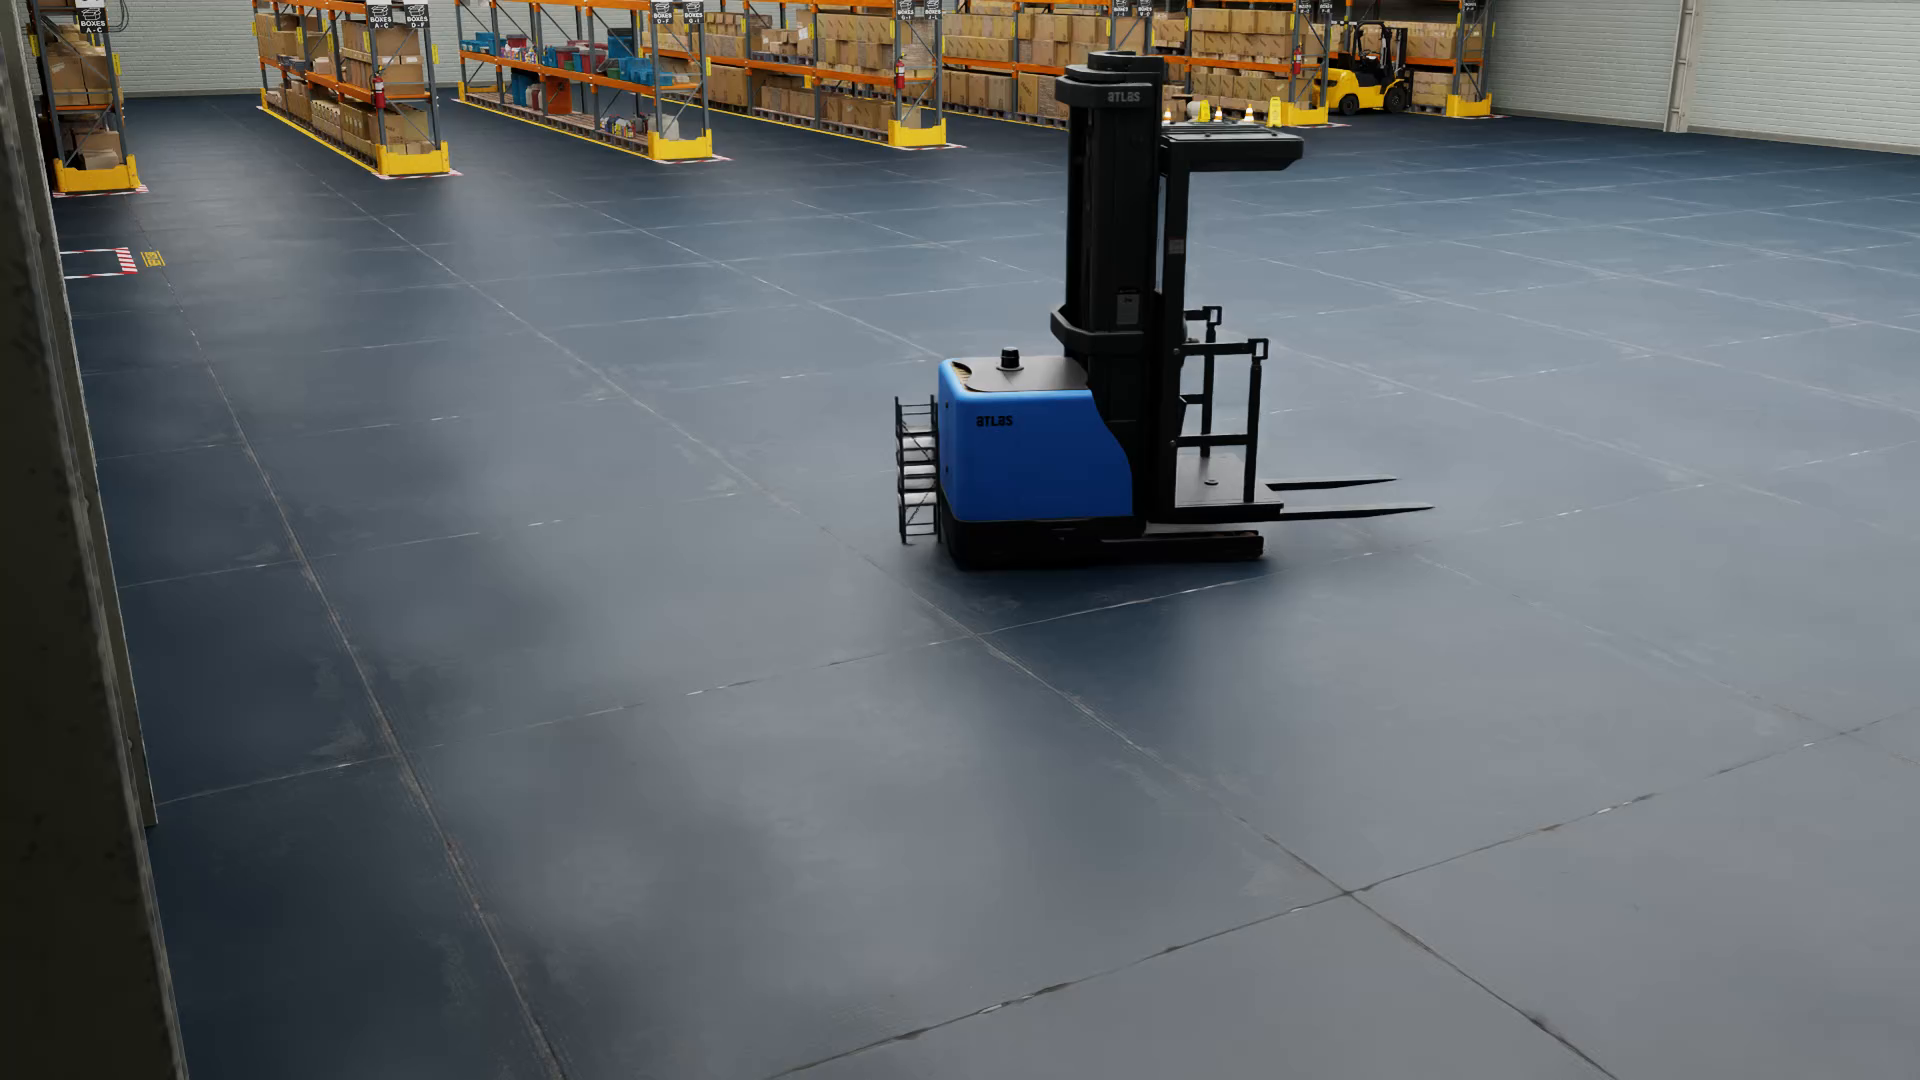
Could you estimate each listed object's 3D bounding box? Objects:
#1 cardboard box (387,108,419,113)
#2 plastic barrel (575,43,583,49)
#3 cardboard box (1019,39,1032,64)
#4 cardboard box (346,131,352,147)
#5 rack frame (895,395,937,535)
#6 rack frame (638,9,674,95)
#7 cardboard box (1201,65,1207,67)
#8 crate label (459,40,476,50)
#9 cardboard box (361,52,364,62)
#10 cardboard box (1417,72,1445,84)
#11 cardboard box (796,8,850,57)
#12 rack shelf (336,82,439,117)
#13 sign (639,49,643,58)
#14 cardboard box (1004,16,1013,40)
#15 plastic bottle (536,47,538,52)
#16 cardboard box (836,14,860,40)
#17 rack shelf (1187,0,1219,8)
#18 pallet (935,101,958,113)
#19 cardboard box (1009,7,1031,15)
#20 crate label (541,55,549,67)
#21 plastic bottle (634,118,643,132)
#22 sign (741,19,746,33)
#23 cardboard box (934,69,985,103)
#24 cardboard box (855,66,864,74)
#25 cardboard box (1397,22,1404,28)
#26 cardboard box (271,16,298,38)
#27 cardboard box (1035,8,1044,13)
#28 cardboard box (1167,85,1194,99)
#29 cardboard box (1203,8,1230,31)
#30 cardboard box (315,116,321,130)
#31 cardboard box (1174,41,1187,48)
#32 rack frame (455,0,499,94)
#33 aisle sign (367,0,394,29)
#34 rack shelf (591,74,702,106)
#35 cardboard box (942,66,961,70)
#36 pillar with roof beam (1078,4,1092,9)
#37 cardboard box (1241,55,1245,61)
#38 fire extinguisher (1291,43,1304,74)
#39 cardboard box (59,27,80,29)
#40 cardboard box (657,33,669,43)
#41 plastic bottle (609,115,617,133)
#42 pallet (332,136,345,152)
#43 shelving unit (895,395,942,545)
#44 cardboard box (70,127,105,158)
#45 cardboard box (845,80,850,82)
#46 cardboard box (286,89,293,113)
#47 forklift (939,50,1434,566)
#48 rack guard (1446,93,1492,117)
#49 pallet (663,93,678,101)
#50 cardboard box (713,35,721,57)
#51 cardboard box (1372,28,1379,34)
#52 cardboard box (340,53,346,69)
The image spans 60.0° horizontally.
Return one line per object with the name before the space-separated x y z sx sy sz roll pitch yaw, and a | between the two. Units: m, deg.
cardboard box | -10.093 -7.575 30.222 0.500 0.500 0.500 -10 21 -27
plastic barrel | -8.307 -10.702 36.690 0.421 0.512 0.421 0 19 0
cardboard box | 1.873 -11.237 38.180 0.875 0.550 0.550 -10 21 -27
cardboard box | -11.259 -7.571 31.360 0.500 0.250 0.500 -10 21 -27
rack frame | -0.273 -0.466 10.405 0.240 0.900 0.006 -4 19 -7
rack frame | -8.424 -13.975 46.347 1.000 3.000 0.127 -10 21 -27
cardboard box | 7.331 -13.530 48.245 0.500 0.500 0.500 -11 22 -29
crate label | -12.955 -13.035 43.788 0.416 0.233 0.303 -10 21 -27
cardboard box | -10.511 -8.654 29.779 0.380 0.149 0.250 -9 21 -25
cardboard box | 11.521 -11.288 40.598 0.500 0.250 0.500 -10 21 -26
cardboard box | -2.979 -11.262 36.921 1.000 1.000 1.000 -10 21 -26
rack shelf | -10.496 -8.083 30.374 1.077 0.370 4.000 -10 21 -27
sign | -6.595 -9.976 34.333 0.100 0.325 0.005 -10 21 -27
cardboard box | 1.447 -11.931 38.737 0.700 0.500 0.500 -10 22 -28
plastic bottle | -10.099 -11.662 39.839 0.097 0.271 0.097 0 19 0
cardboard box | -2.260 -10.736 34.816 0.500 0.500 0.500 -10 21 -27
rack shelf | 5.046 -13.717 42.104 1.077 0.370 4.000 -10 21 -27
pallet | 0.096 -10.862 41.599 1.003 0.211 1.213 -10 21 -27
cardboard box | 1.730 -14.975 47.557 0.500 0.500 0.500 -10 21 -27
crate label | -9.114 -10.653 36.977 0.303 0.233 0.416 -10 21 -27
plastic bottle | -6.552 -8.458 33.860 0.152 0.276 0.135 -10 21 -27
sign | -5.112 -12.139 39.251 0.100 0.325 0.005 -10 21 -27
cardboard box | -0.002 -11.364 41.586 1.050 0.750 0.750 -10 22 -27
cardboard box | -1.948 -9.728 34.422 0.380 0.149 0.250 -10 21 -27
cardboard box | 11.068 -12.766 41.239 0.380 0.149 0.250 -10 21 -26
cardboard box | -15.712 -11.919 38.701 0.500 0.500 0.500 -10 21 -26
cardboard box | 2.419 -14.569 46.383 0.500 0.500 0.500 -10 21 -27
cardboard box | 5.745 -11.172 41.608 0.950 0.372 0.625 -10 21 -26
cardboard box | 6.237 -12.416 39.686 0.700 0.500 0.500 -10 21 -26
cardboard box | -13.115 -8.704 34.643 0.500 0.250 0.500 -11 22 -28
cardboard box | 5.509 -12.250 41.089 0.380 0.149 0.250 -10 21 -26
rack frame | -12.783 -13.208 44.124 1.000 3.000 0.127 -10 21 -27
aisle sign | -9.773 -9.013 27.982 0.394 0.787 0.004 -10 21 -27
rack shelf | -6.135 -8.849 32.594 1.077 0.370 4.000 -10 21 -27
cardboard box | -0.326 -12.025 42.733 0.500 0.250 0.500 -11 22 -29
pillar with roof beam | 0.389 -19.363 52.763 9.100 9.000 0.400 -10 21 -27
cardboard box | 6.821 -11.314 39.021 0.380 0.149 0.250 -10 21 -27
fire extinguisher | 7.544 -10.776 37.195 0.296 0.674 0.183 -10 21 -27
cardboard box | -18.436 -10.542 34.607 0.500 0.250 0.500 -10 22 -28
cardboard box | -7.945 -13.572 44.953 0.500 0.250 0.500 -11 22 -28
plastic bottle | -6.977 -8.369 33.486 0.144 0.351 0.185 -11 22 -29
pallet | -11.829 -7.884 32.971 1.003 0.211 1.213 -10 21 -27
shelving unit | -0.259 -0.433 10.310 0.258 0.900 0.210 -4 19 -7
cardboard box | -15.275 -6.963 29.184 0.500 0.500 0.500 -12 22 -31
cardboard box | -2.994 -12.906 46.520 0.380 0.149 0.250 -9 21 -25
cardboard box | -15.229 -10.143 38.400 0.500 0.500 0.500 -11 22 -29
forklift | 1.410 -1.425 10.080 3.031 2.935 1.130 -2 19 -7
rack guard | 12.274 -10.499 40.104 1.175 0.500 0.348 -10 21 -27
pallet | -7.400 -12.090 45.158 1.003 0.211 1.213 -10 21 -27
cardboard box | -5.799 -12.268 41.246 0.500 0.500 0.500 -10 21 -26
cardboard box | 10.607 -12.830 41.881 0.380 0.149 0.250 -9 21 -25
cardboard box | -12.046 -9.419 32.988 0.500 0.500 0.500 -8 21 -23
